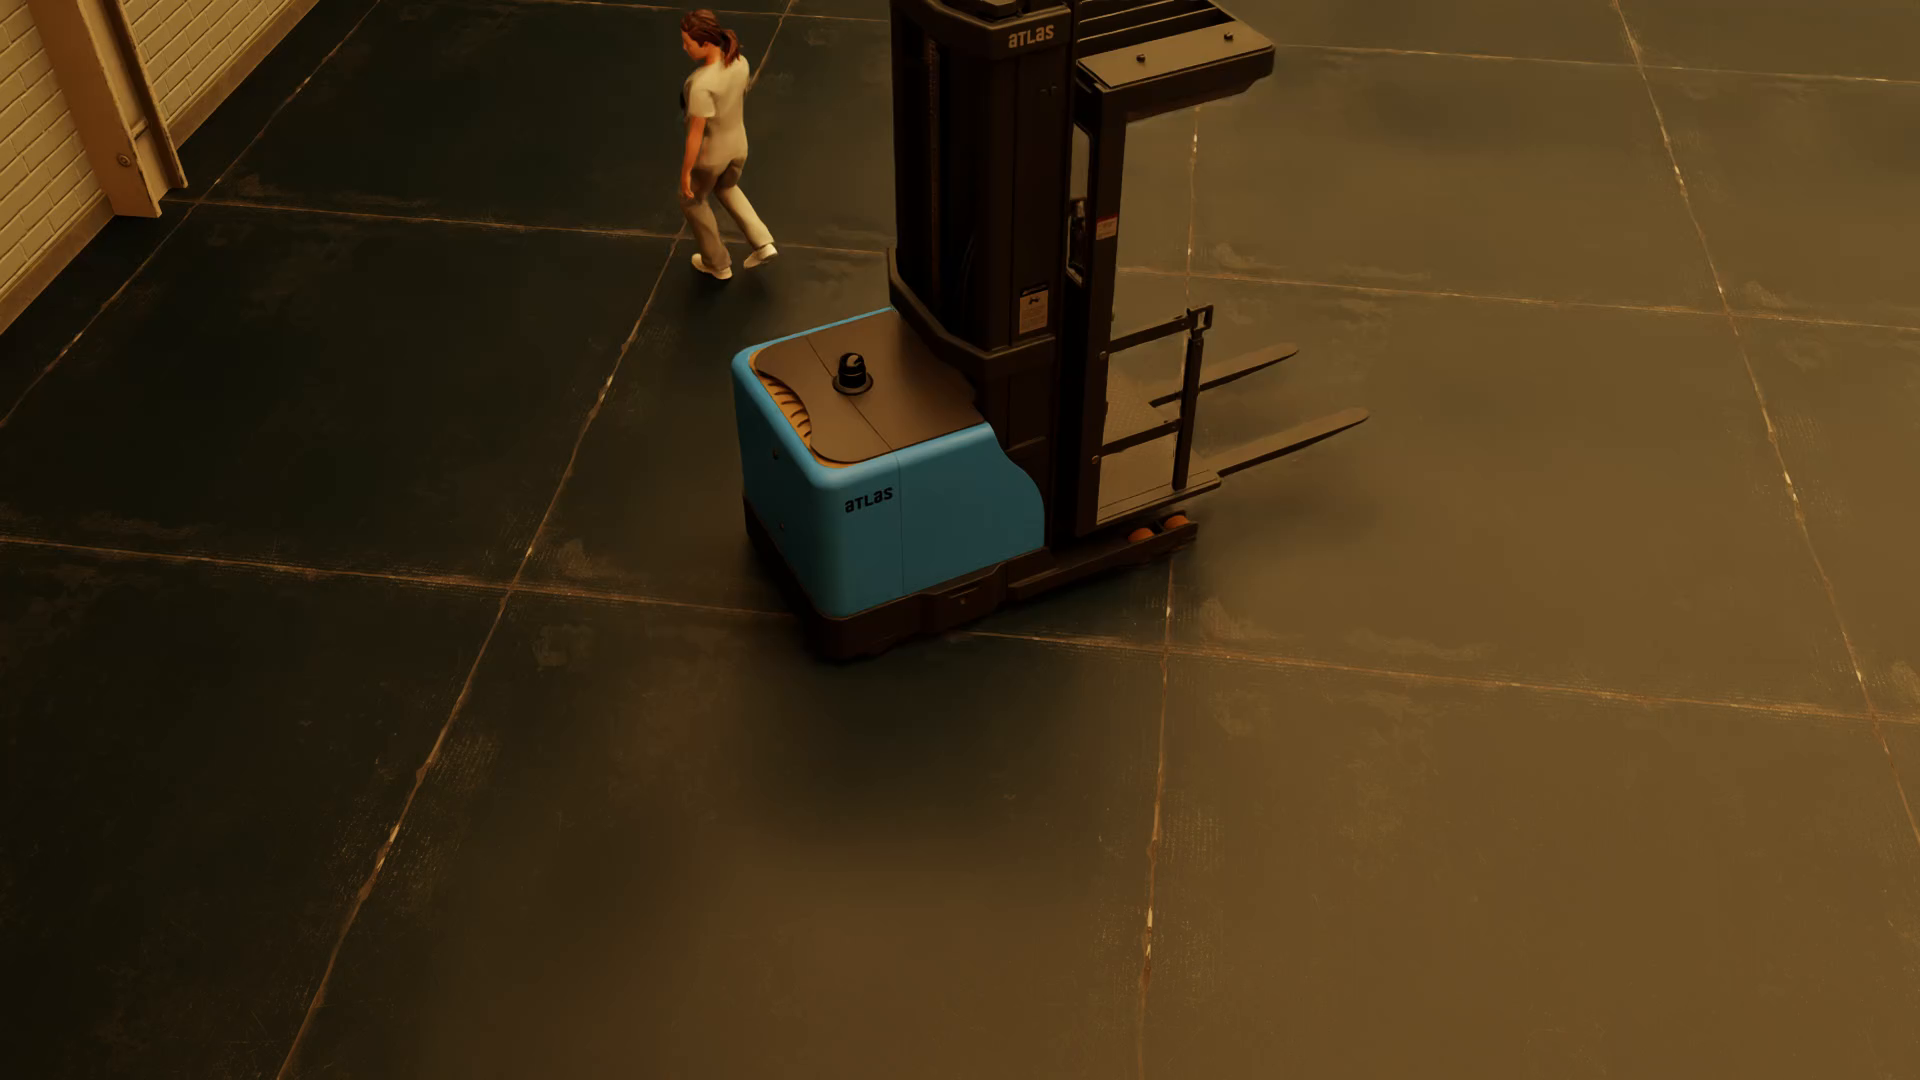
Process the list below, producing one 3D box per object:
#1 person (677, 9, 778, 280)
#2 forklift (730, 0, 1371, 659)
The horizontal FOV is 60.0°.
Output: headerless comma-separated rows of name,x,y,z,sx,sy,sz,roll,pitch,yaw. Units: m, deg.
person,-1.353,-2.091,8.969,0.557,1.630,0.616,33,52,30
forklift,0.541,-1.270,7.106,3.031,2.935,1.130,-19,46,-20
